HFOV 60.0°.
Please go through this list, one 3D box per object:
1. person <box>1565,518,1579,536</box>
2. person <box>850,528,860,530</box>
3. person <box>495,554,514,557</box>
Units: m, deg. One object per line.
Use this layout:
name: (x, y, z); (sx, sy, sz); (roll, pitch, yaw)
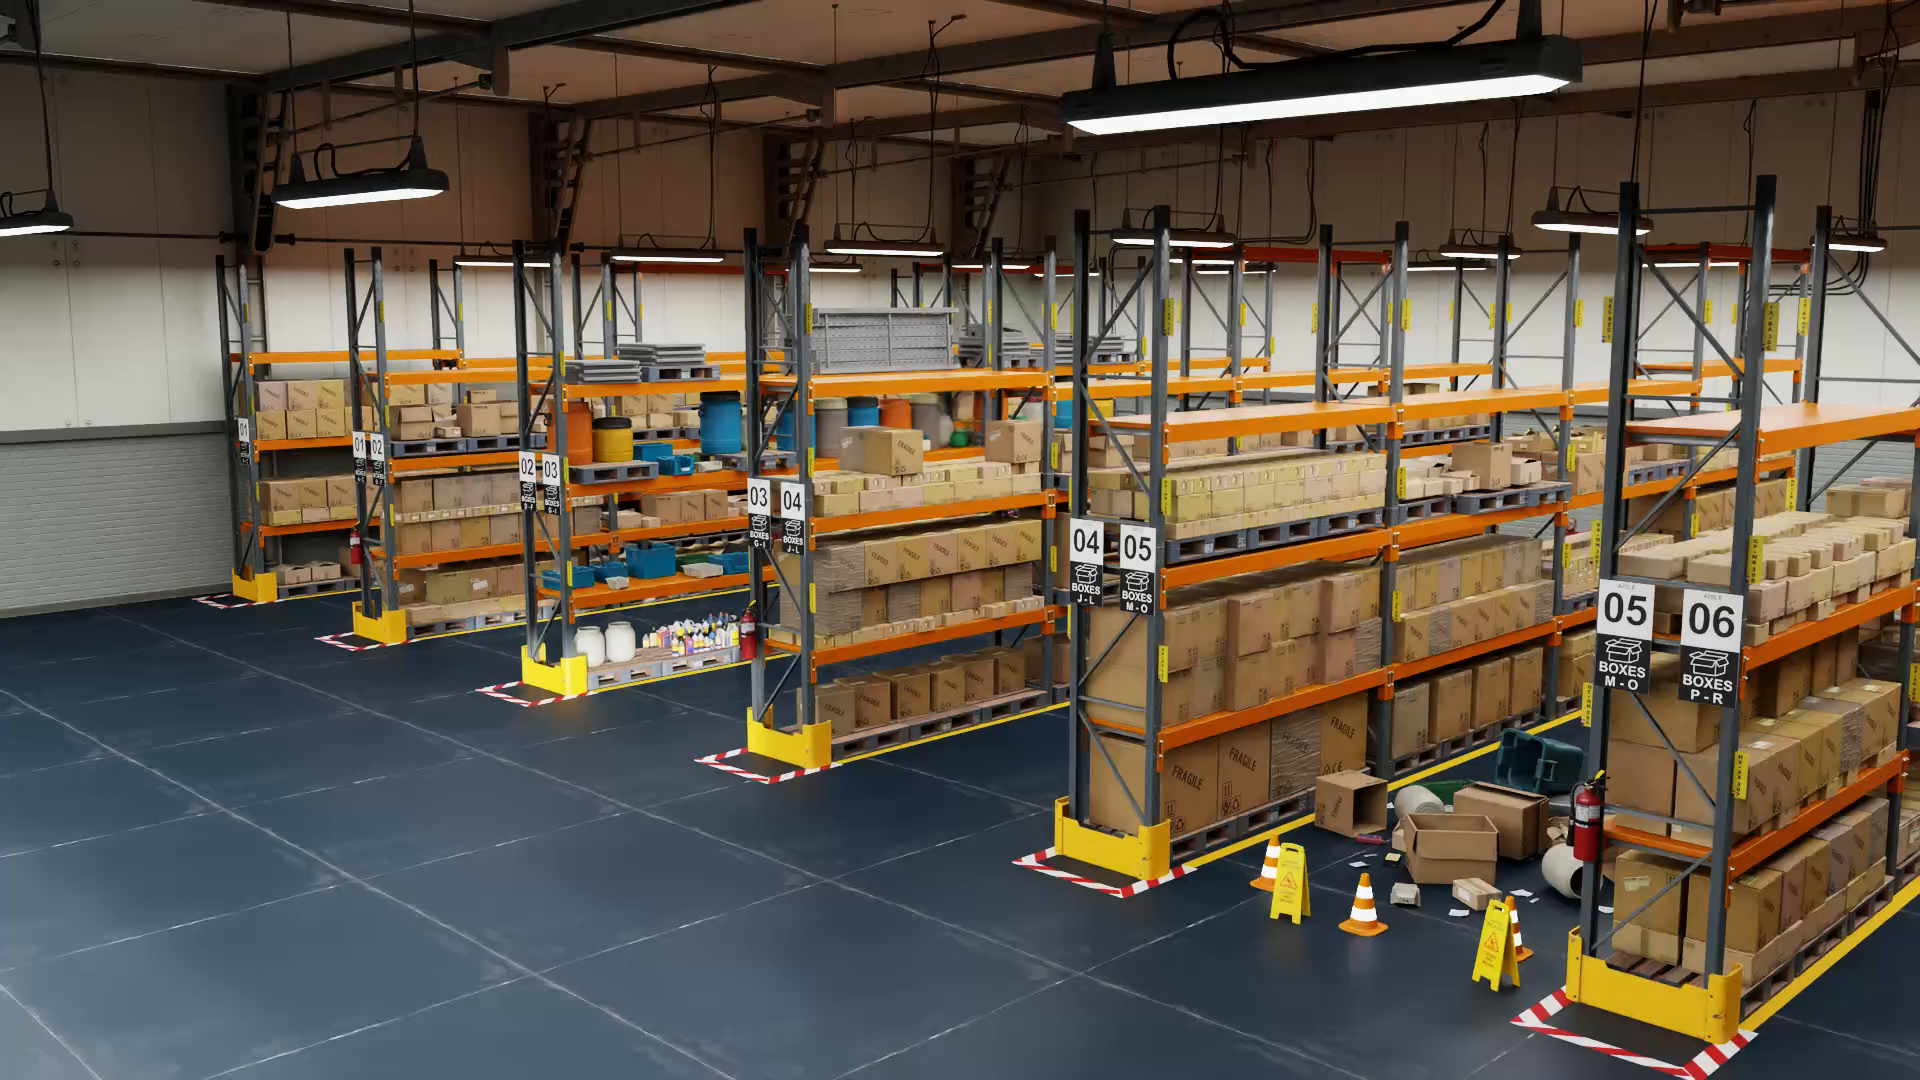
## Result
person: (9.997, 0.471, 27.283); (0.674, 1.682, 0.782); (7, 10, 39)
person: (-1.783, -0.163, 29.510); (0.678, 1.776, 0.655); (-7, 11, -40)
person: (-7.963, 0.184, 29.087); (0.715, 1.731, 0.633); (8, 11, 44)
